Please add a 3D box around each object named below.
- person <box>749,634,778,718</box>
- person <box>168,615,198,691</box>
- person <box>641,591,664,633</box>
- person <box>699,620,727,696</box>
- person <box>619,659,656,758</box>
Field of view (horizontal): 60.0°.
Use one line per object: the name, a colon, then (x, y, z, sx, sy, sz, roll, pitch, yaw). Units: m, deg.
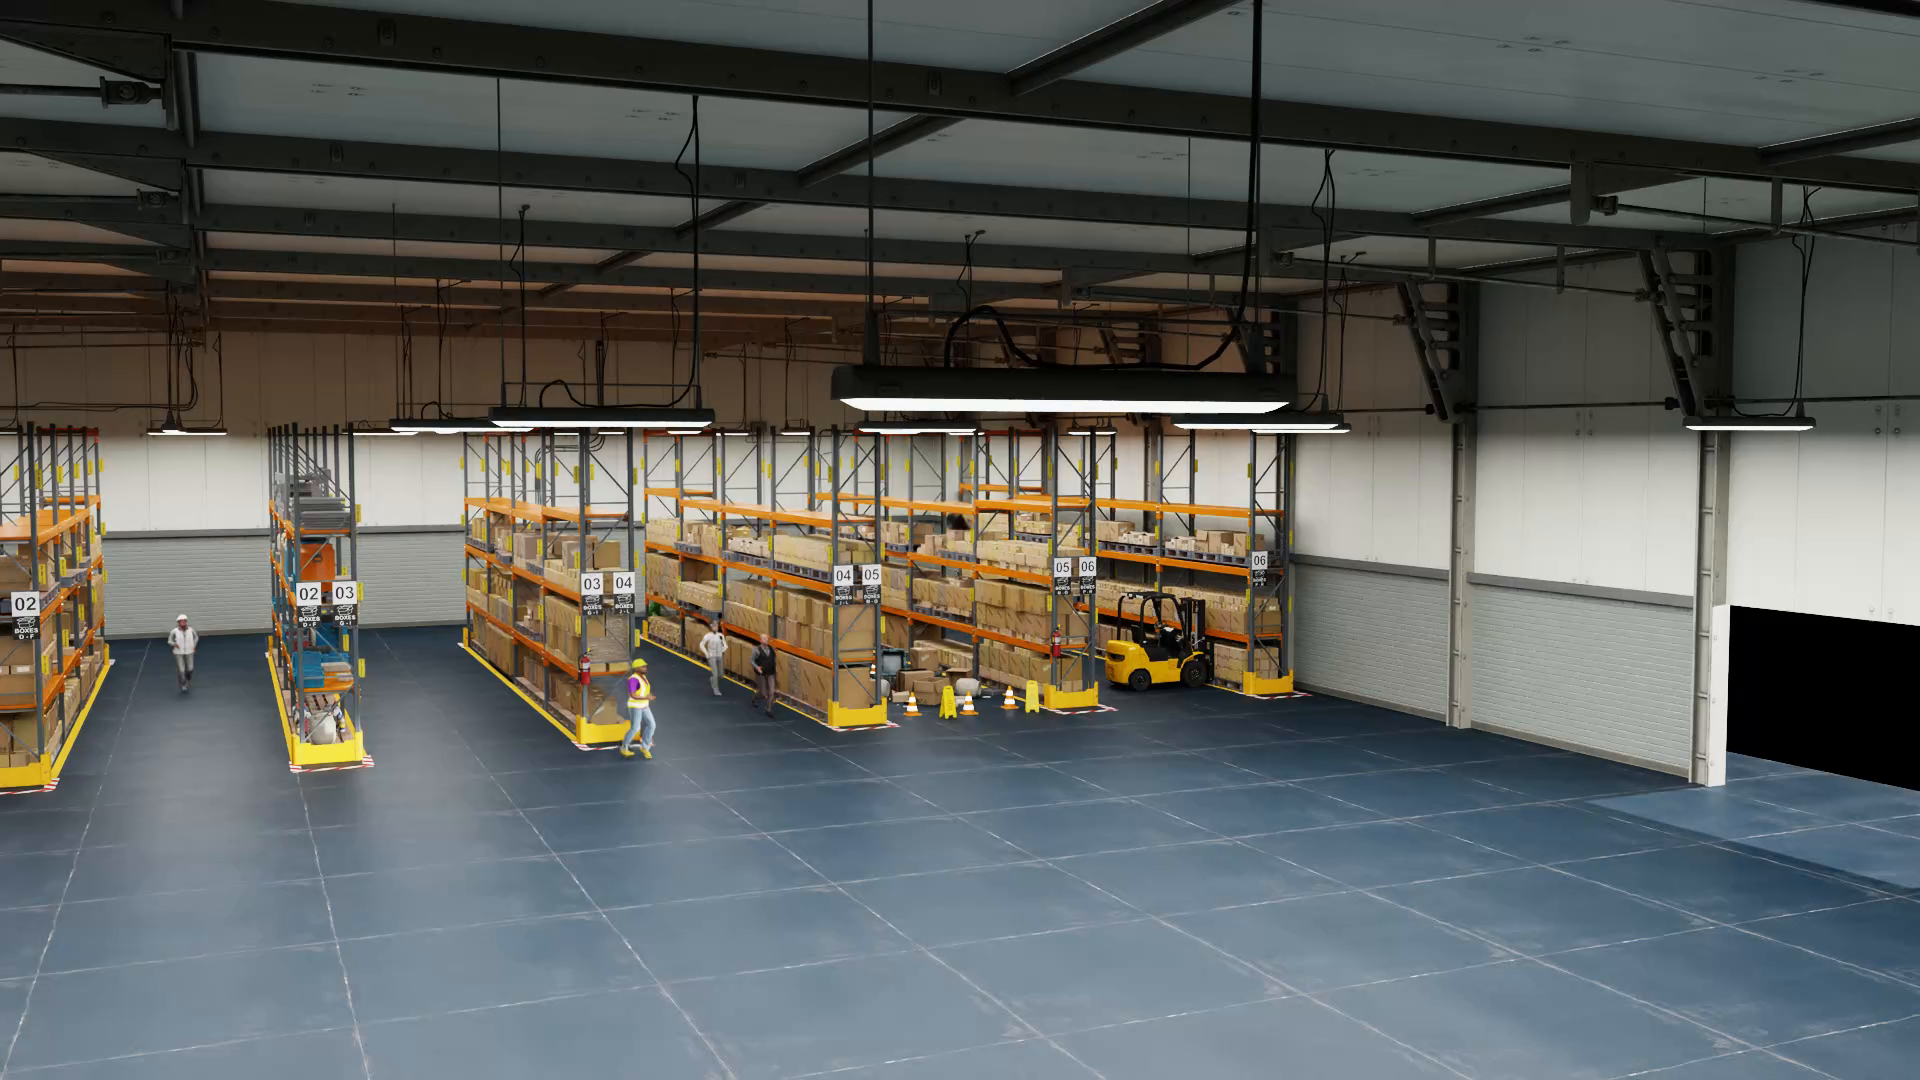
person: (-4.043, 2.790, 34.357, 0.661, 1.708, 0.792, -2, 4, -31)
person: (-17.537, 2.558, 37.614, 0.668, 1.733, 0.569, -2, 4, -35)
person: (-8.983, 1.832, 49.056, 0.898, 1.795, 0.672, -1, 4, -22)
person: (-5.493, 2.618, 37.189, 0.625, 1.660, 0.748, -2, 4, -29)
person: (-5.736, 3.041, 29.787, 0.737, 1.837, 0.722, 1, 4, 15)
